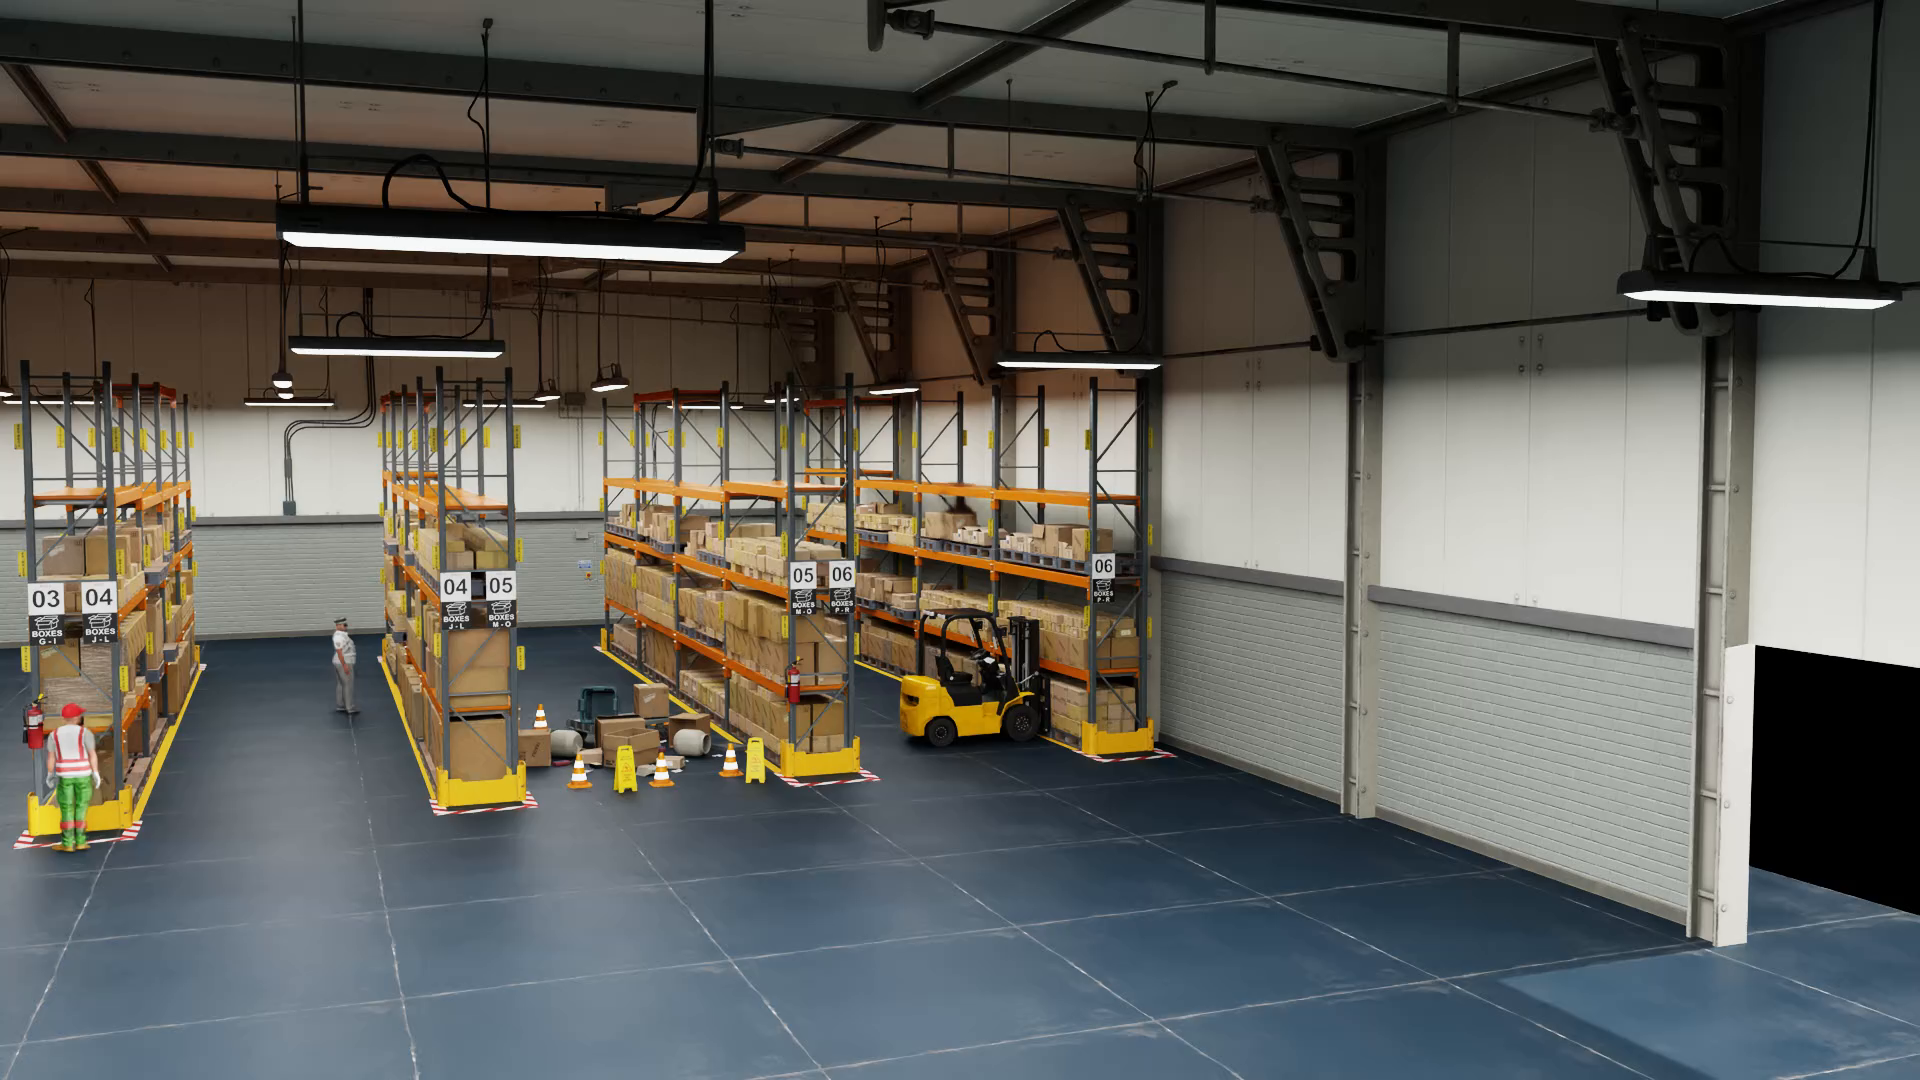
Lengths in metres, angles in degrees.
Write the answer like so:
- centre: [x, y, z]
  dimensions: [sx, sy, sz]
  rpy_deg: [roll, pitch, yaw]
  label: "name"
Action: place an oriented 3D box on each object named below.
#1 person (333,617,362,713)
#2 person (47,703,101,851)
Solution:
- centre: [-11.265, 2.286, 30.524]
  dimensions: [0.480, 1.750, 0.620]
  rpy_deg: [-2, 4, -30]
  label: "person"
- centre: [-10.815, 2.892, 20.273]
  dimensions: [0.629, 1.818, 0.377]
  rpy_deg: [-1, 4, -12]
  label: "person"
